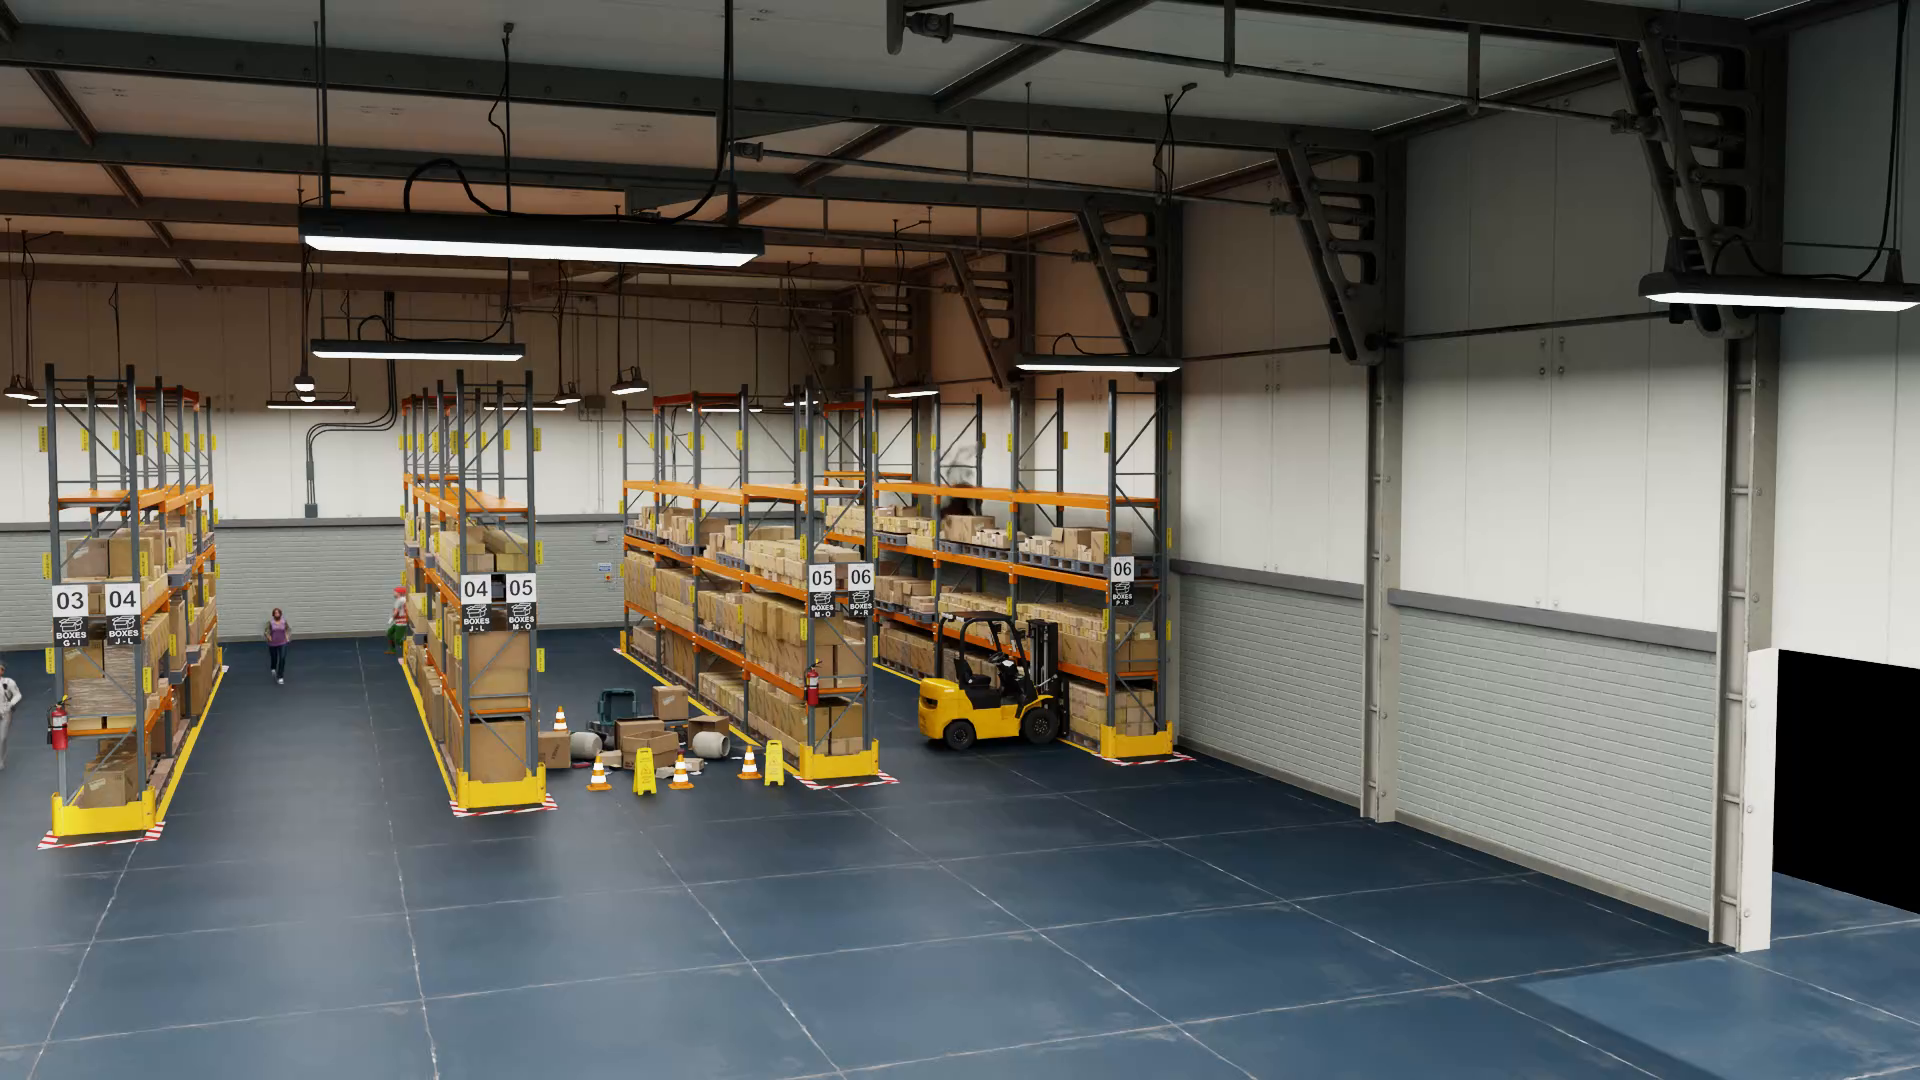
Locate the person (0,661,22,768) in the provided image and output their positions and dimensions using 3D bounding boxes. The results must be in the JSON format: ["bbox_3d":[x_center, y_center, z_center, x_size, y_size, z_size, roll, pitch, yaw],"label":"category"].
[{"bbox_3d":[-14.791,2.680,25.616,0.605,1.669,0.569,-2,4,-25],"label":"person"}]

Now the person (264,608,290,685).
[{"bbox_3d":[-14.229,2.189,34.664,0.528,1.583,0.826,-2,4,-28],"label":"person"}]

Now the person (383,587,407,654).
[{"bbox_3d":[-13.137,1.901,39.034,0.853,1.621,0.751,-1,3,-13],"label":"person"}]
